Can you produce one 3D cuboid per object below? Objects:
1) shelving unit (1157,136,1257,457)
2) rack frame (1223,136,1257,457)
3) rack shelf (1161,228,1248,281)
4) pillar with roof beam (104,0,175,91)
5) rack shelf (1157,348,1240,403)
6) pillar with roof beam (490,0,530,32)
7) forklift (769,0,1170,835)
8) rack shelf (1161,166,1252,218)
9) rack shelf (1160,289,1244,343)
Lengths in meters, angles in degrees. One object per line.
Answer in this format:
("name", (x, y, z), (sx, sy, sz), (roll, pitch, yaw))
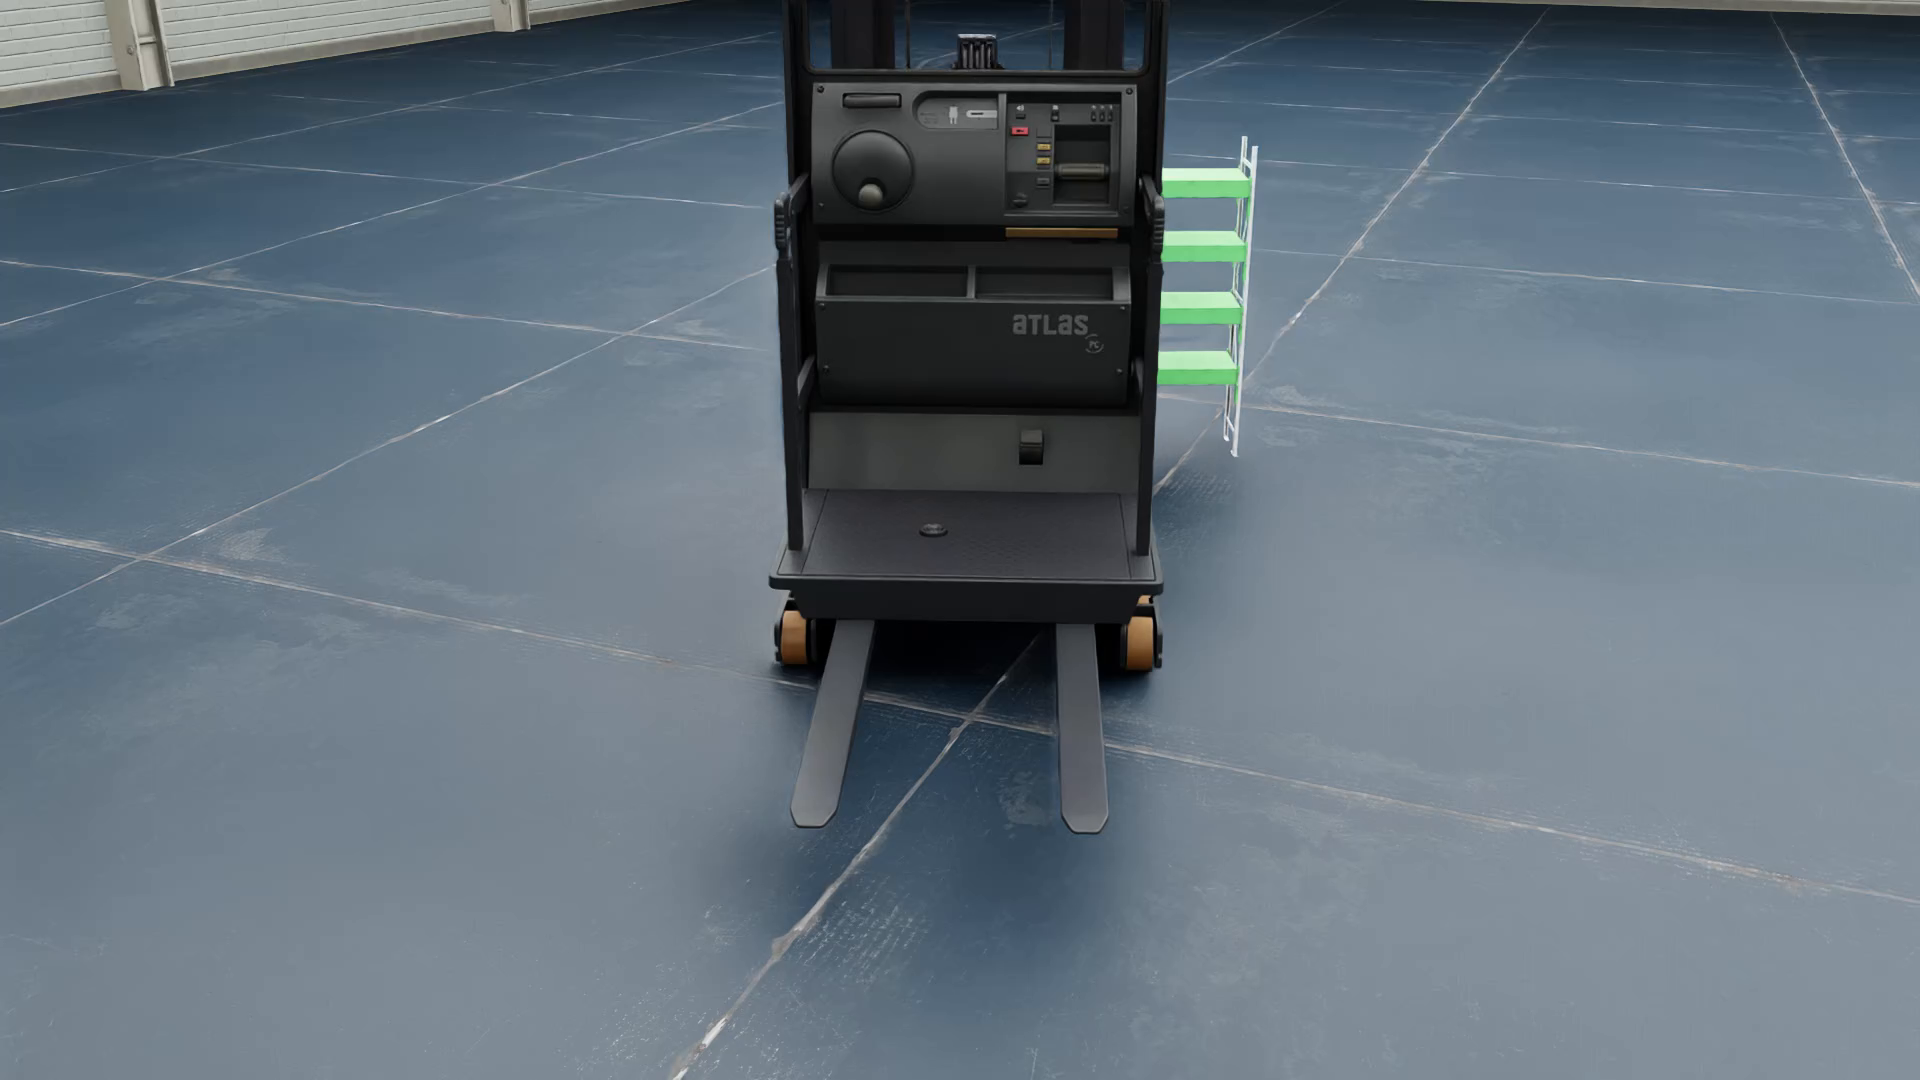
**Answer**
("shelving unit", (0.834, -0.926, 6.409), (0.503, 1.200, 0.258), (0, 23, -1))
("rack frame", (1.078, -0.927, 6.412), (0.015, 1.200, 0.240), (0, 23, -1))
("rack shelf", (0.834, -1.088, 6.341), (0.480, 0.148, 0.258), (0, 23, -1))
("pillar with roof beam", (-4.065, -8.028, 13.295), (9.100, 9.000, 0.400), (9, 24, 20))
("rack shelf", (0.834, -0.645, 6.525), (0.480, 0.148, 0.258), (0, 23, -1))
("pillar with roof beam", (-1.837, -10.176, 18.436), (9.100, 9.000, 0.400), (9, 24, 20))
("forklift", (0.034, -1.095, 4.568), (1.130, 2.935, 3.031), (1, 23, 2))
("rack shelf", (0.834, -1.310, 6.249), (0.480, 0.148, 0.258), (0, 23, -1))
("rack shelf", (0.834, -0.867, 6.433), (0.480, 0.148, 0.258), (0, 23, -1))
